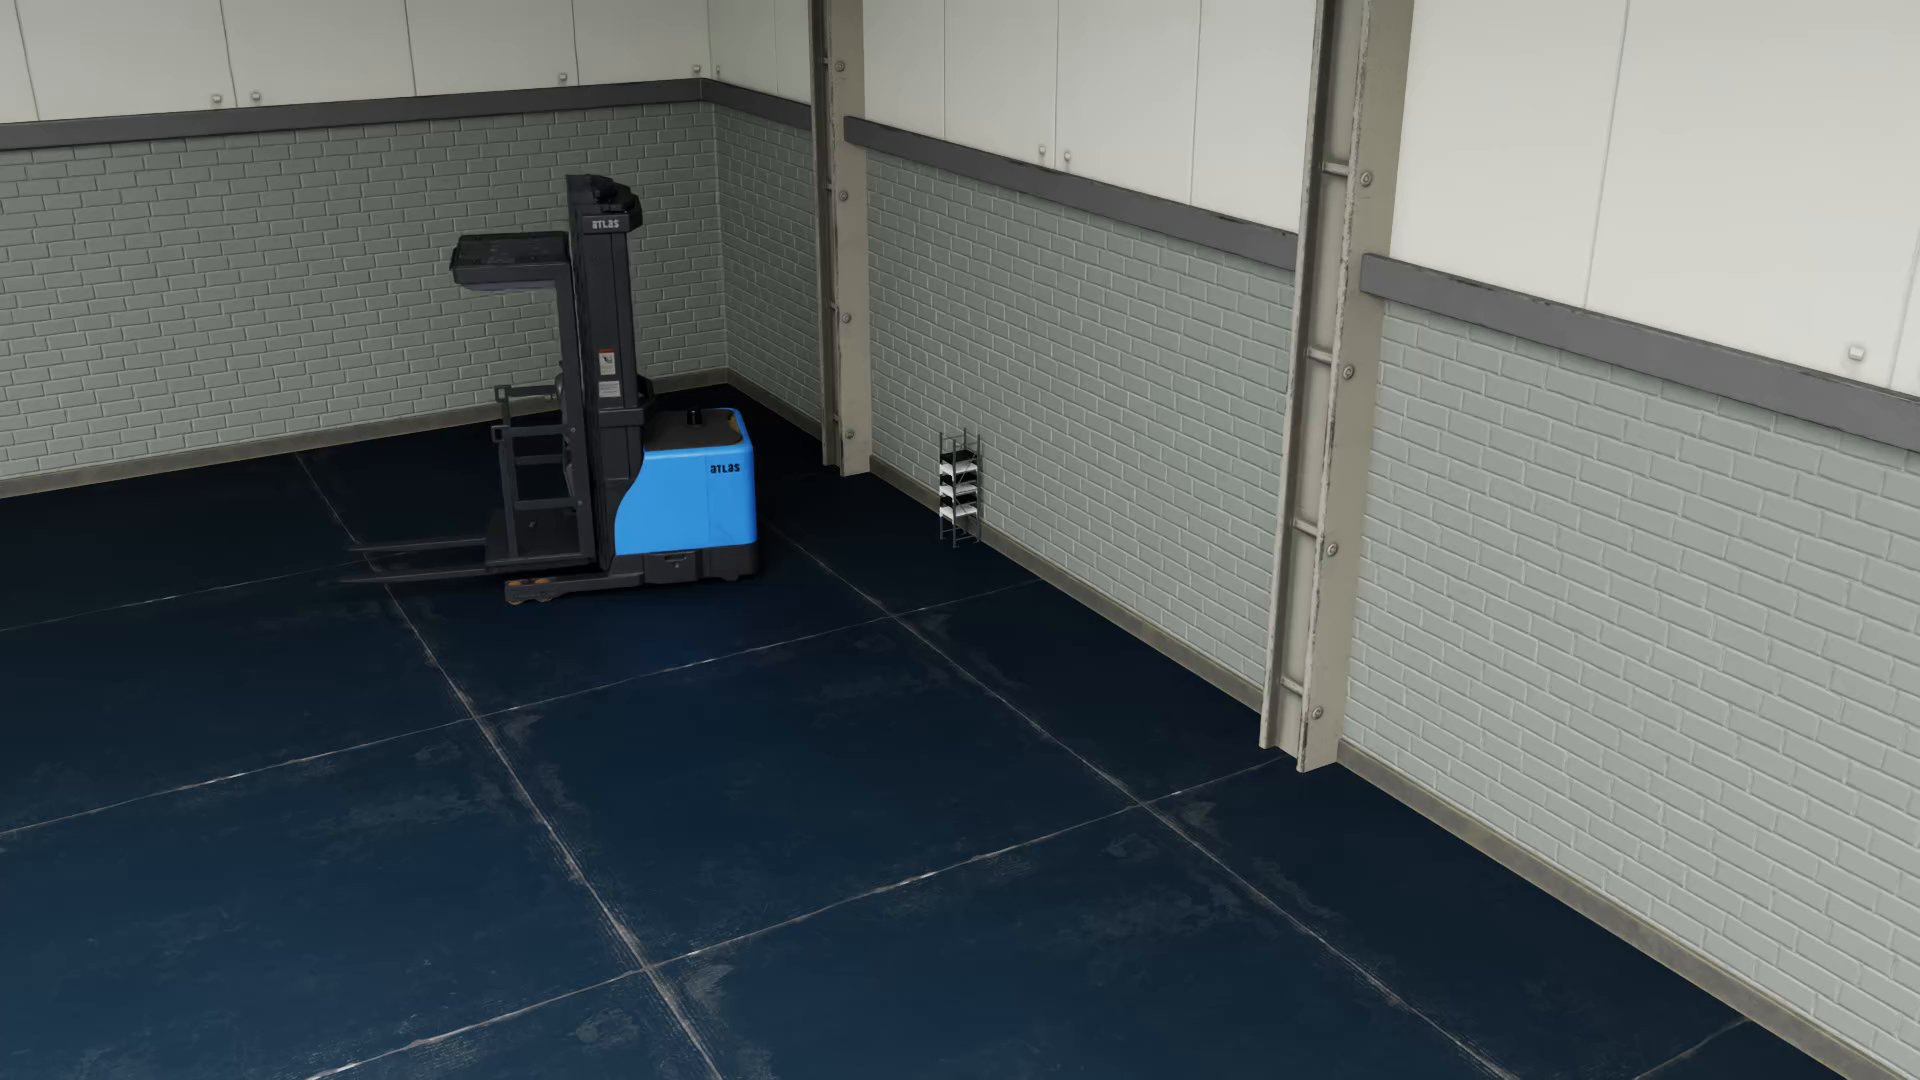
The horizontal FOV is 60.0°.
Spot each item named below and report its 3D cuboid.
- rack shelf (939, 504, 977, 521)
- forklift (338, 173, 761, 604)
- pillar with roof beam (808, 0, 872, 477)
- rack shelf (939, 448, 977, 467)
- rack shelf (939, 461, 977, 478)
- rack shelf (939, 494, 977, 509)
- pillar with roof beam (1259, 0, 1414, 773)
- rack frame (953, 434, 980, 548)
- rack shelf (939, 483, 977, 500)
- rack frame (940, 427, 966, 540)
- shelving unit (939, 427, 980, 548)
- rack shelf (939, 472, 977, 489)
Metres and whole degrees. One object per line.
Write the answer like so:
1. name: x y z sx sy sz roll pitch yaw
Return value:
1. rack shelf: -0.002 -0.214 13.178 0.258 0.077 0.200 -13 25 -29
2. forklift: -3.076 -1.106 12.108 3.031 2.935 1.130 -5 23 -12
3. pillar with roof beam: -4.705 -3.993 11.151 9.100 9.000 0.400 -13 25 -28
4. rack shelf: -0.002 -0.631 13.008 0.258 0.077 0.200 -13 25 -29
5. rack shelf: -0.002 -0.548 13.042 0.258 0.077 0.200 -13 25 -29
6. rack shelf: -0.002 -0.298 13.144 0.258 0.077 0.200 -13 25 -29
7. pillar with roof beam: -1.640 -2.050 6.372 9.100 9.000 0.400 -13 25 -28
8. rack frame: 0.051 -0.379 13.017 0.240 0.900 0.006 -13 25 -29
9. rack shelf: -0.002 -0.381 13.110 0.258 0.077 0.200 -13 25 -29
10. rack frame: -0.055 -0.445 13.178 0.240 0.900 0.006 -13 25 -29
11. shelving unit: -0.002 -0.412 13.097 0.258 0.900 0.210 -13 25 -29
12. rack shelf: -0.002 -0.465 13.076 0.258 0.077 0.200 -13 25 -29
